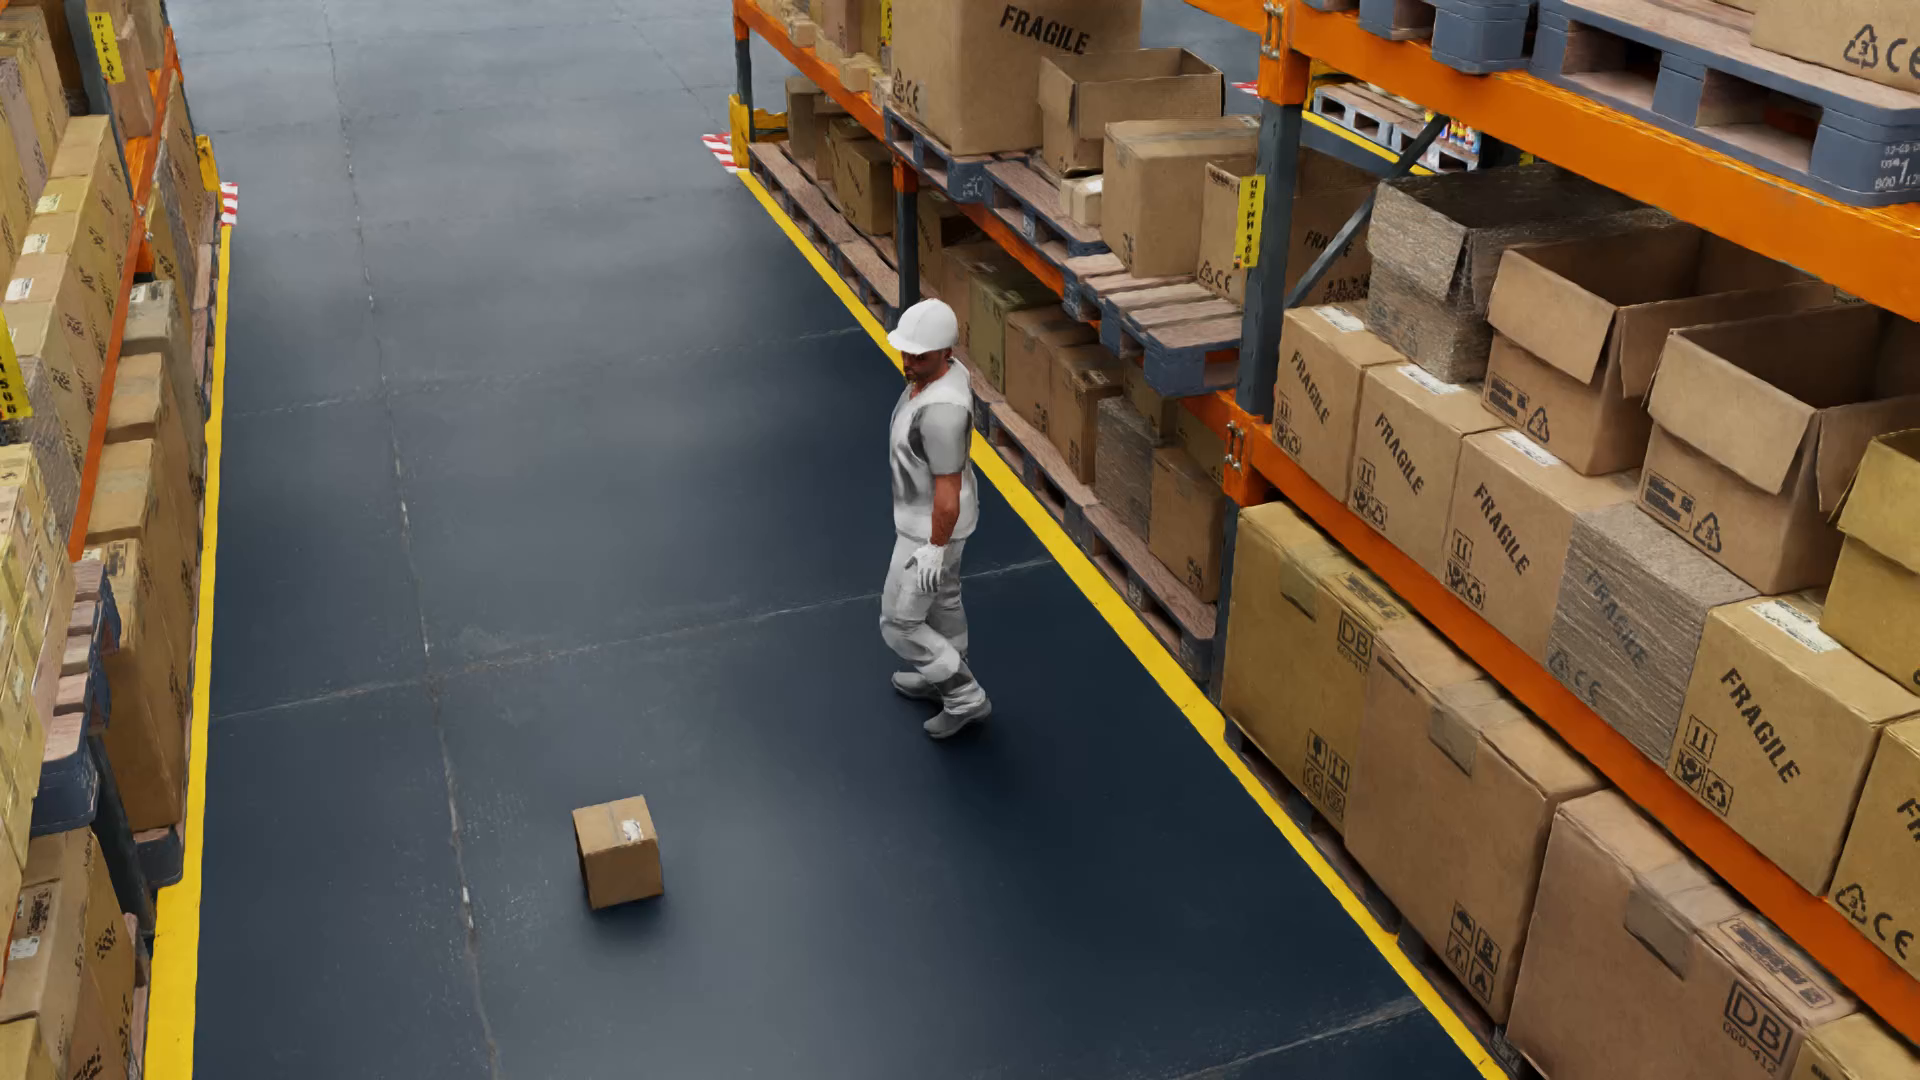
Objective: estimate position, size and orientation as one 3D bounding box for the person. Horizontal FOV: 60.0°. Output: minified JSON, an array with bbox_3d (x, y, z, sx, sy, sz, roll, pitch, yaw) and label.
[{"bbox_3d":[-0.080,-0.069,6.196,0.430,1.789,0.594,2,30,3],"label":"person"}]
